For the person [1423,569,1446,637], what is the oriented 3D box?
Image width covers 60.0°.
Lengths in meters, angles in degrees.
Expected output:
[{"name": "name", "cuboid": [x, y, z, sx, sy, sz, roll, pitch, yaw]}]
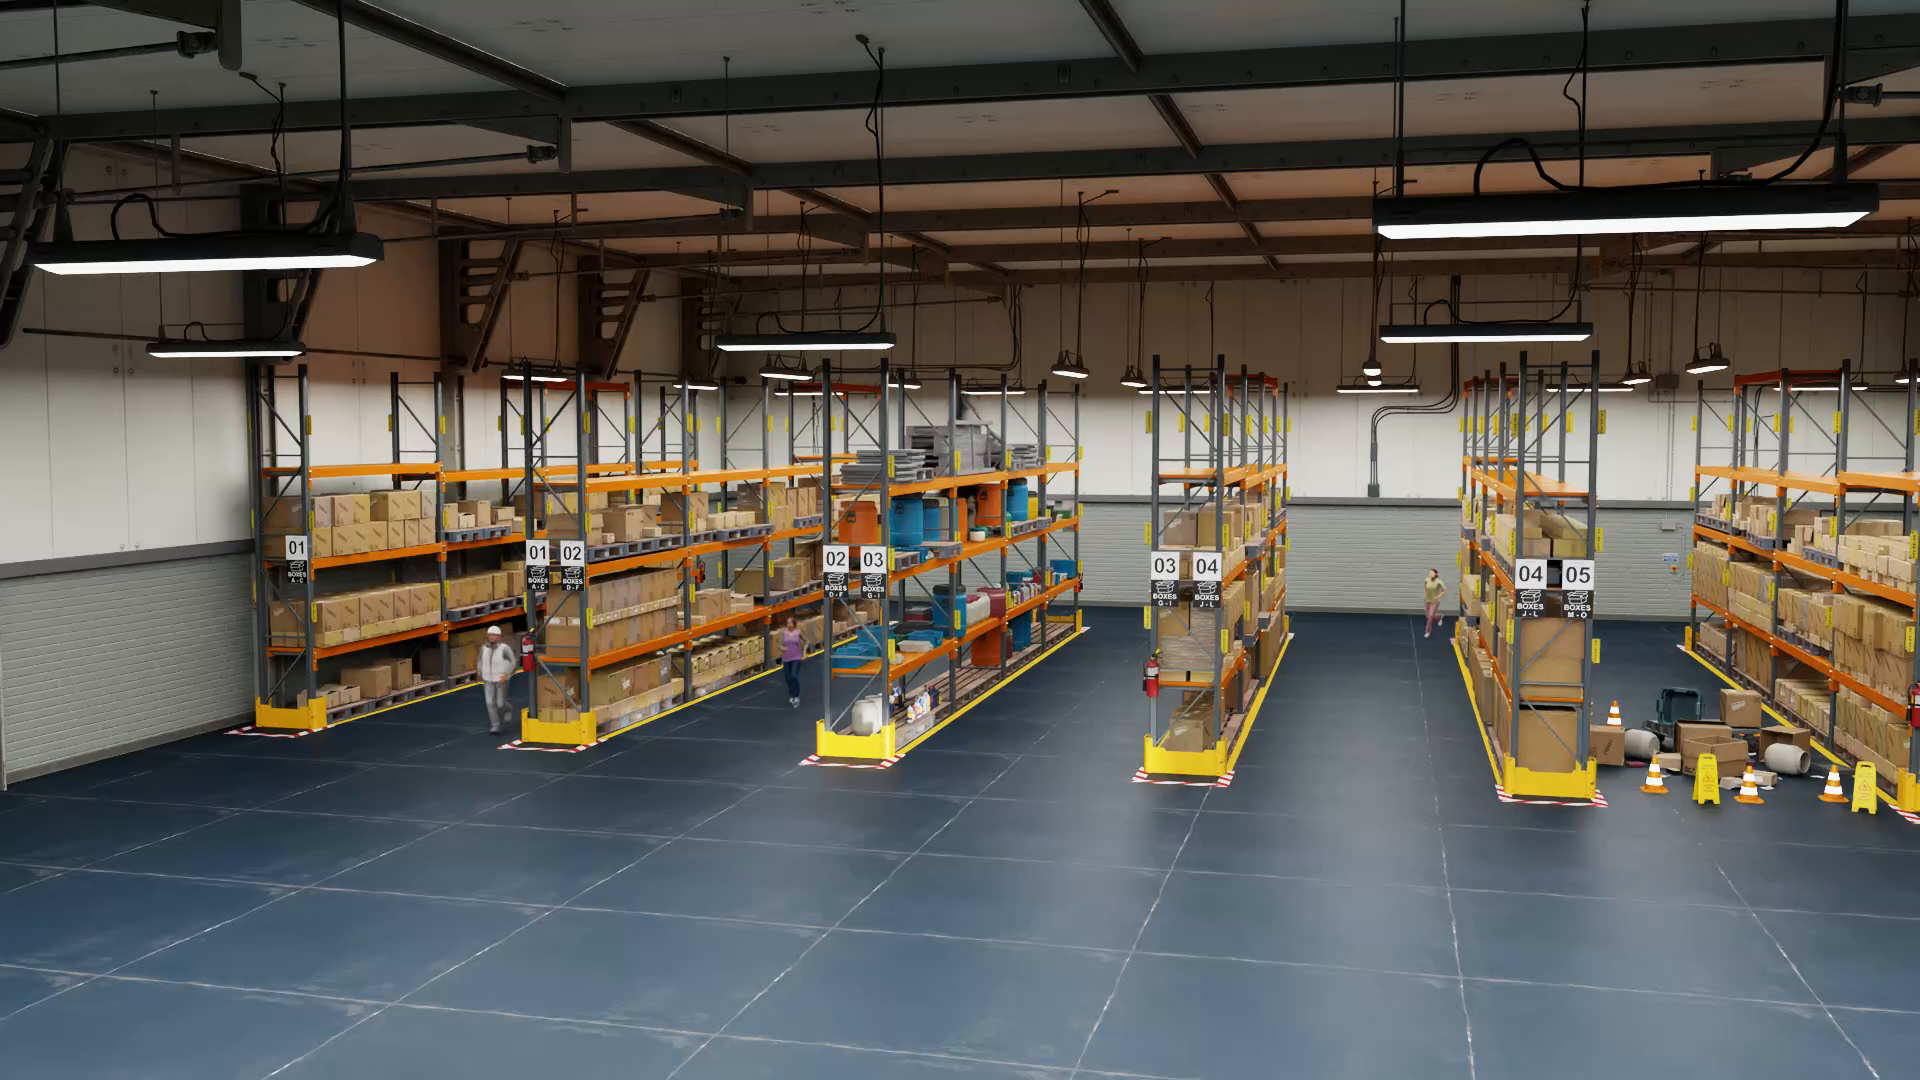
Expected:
[{"name": "person", "cuboid": [11.300, 1.489, 39.565, 0.785, 1.641, 0.597, -4, 5, -44]}]

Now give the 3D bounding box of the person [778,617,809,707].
[{"name": "person", "cuboid": [-2.982, 2.171, 29.559, 0.508, 1.590, 0.667, 1, 4, 9]}]

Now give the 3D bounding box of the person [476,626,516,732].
[{"name": "person", "cuboid": [-7.568, 2.260, 27.195, 0.691, 1.743, 0.678, 1, 4, 9]}]
